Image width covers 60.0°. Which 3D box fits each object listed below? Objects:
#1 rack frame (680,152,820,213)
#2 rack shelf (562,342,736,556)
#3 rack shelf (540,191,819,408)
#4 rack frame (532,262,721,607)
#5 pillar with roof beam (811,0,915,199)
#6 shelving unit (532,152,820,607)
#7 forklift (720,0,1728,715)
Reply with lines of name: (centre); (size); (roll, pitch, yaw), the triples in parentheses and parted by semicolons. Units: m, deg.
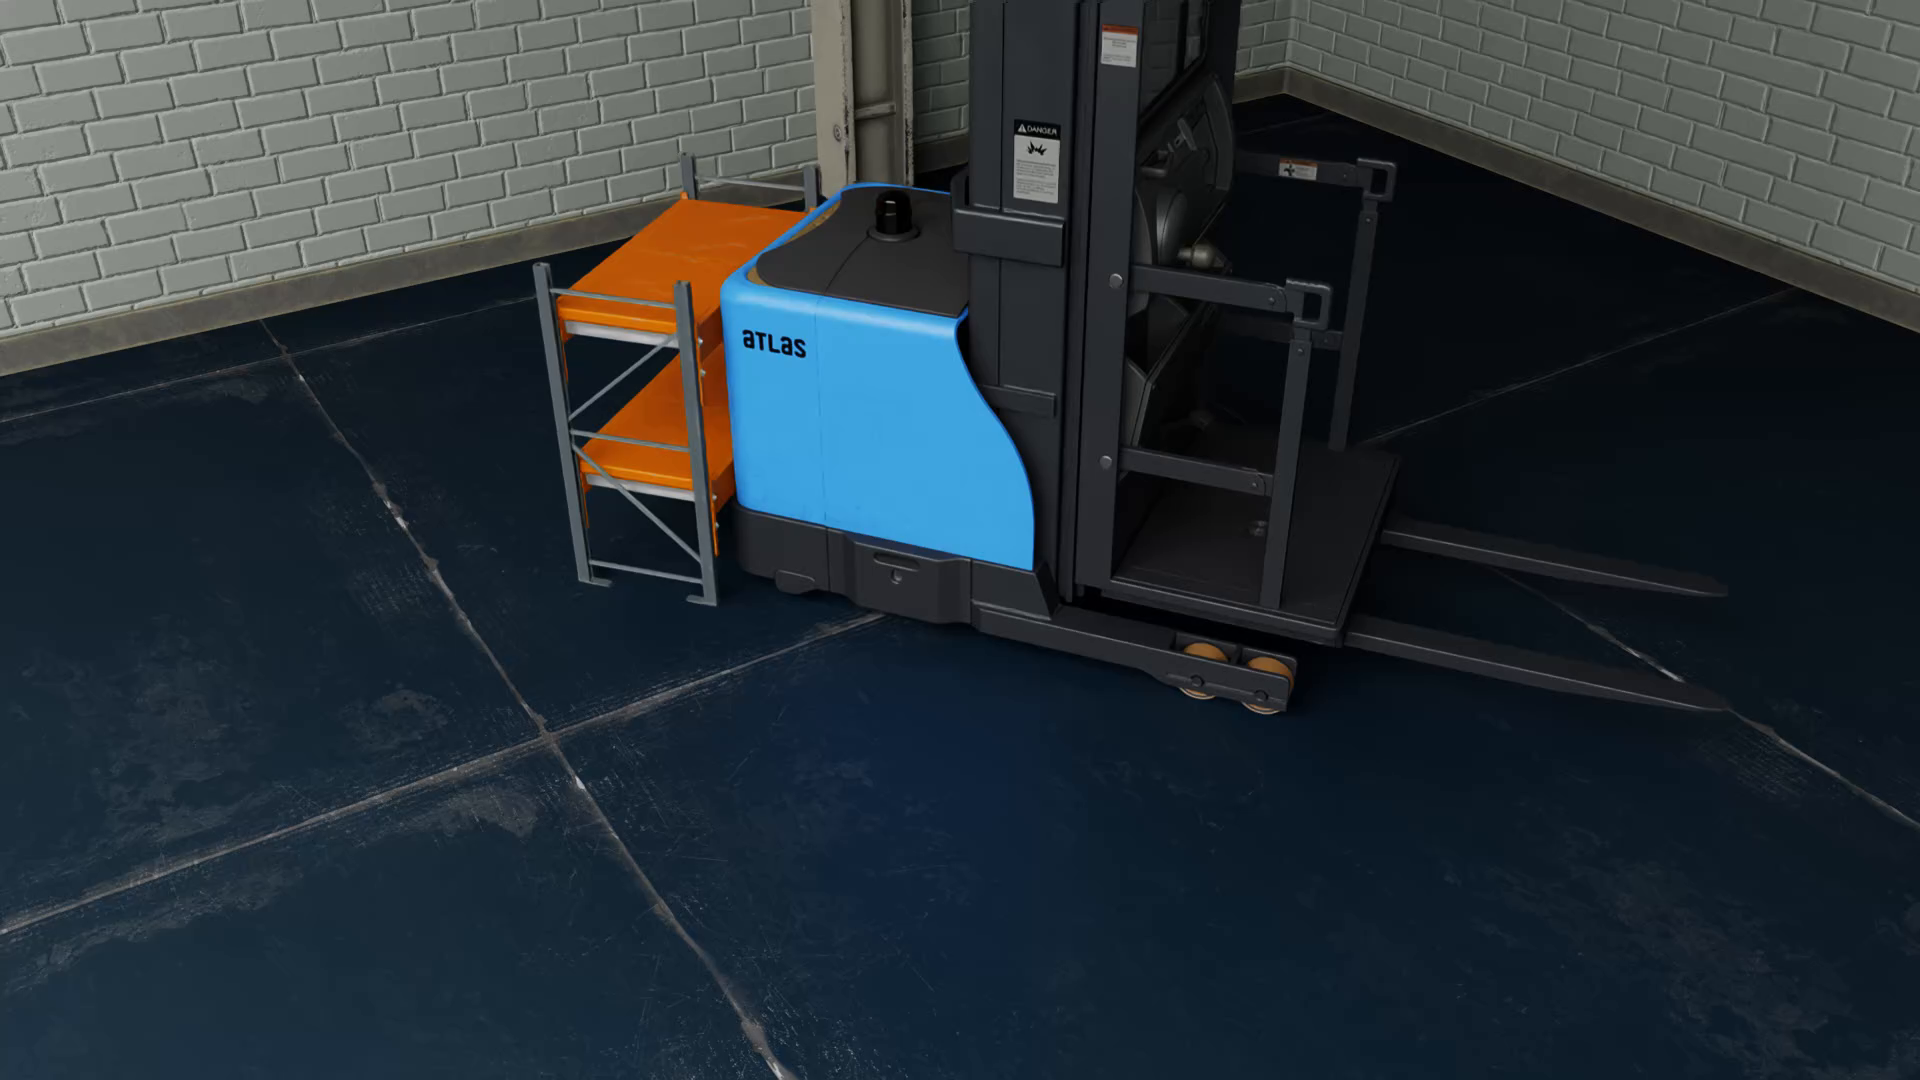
rack frame: (-0.725, -0.824, 6.003); (0.500, 1.125, 0.032); (9, 33, 14)
rack shelf: (-0.875, -0.358, 5.722); (0.538, 0.278, 1.000); (9, 33, 14)
rack shelf: (-0.875, -0.813, 5.436); (0.538, 0.278, 1.000); (9, 33, 14)
rack frame: (-1.025, -0.306, 5.181); (0.500, 1.125, 0.032); (9, 33, 14)
pillar with roof beam: (1.854, -3.658, 3.114); (0.400, 9.000, 9.100); (-19, 37, -27)
shelving unit: (-0.875, -0.565, 5.592); (0.538, 1.125, 1.048); (9, 33, 14)
forklift: (0.829, -1.045, 4.660); (3.031, 2.935, 1.130); (12, 34, 18)
